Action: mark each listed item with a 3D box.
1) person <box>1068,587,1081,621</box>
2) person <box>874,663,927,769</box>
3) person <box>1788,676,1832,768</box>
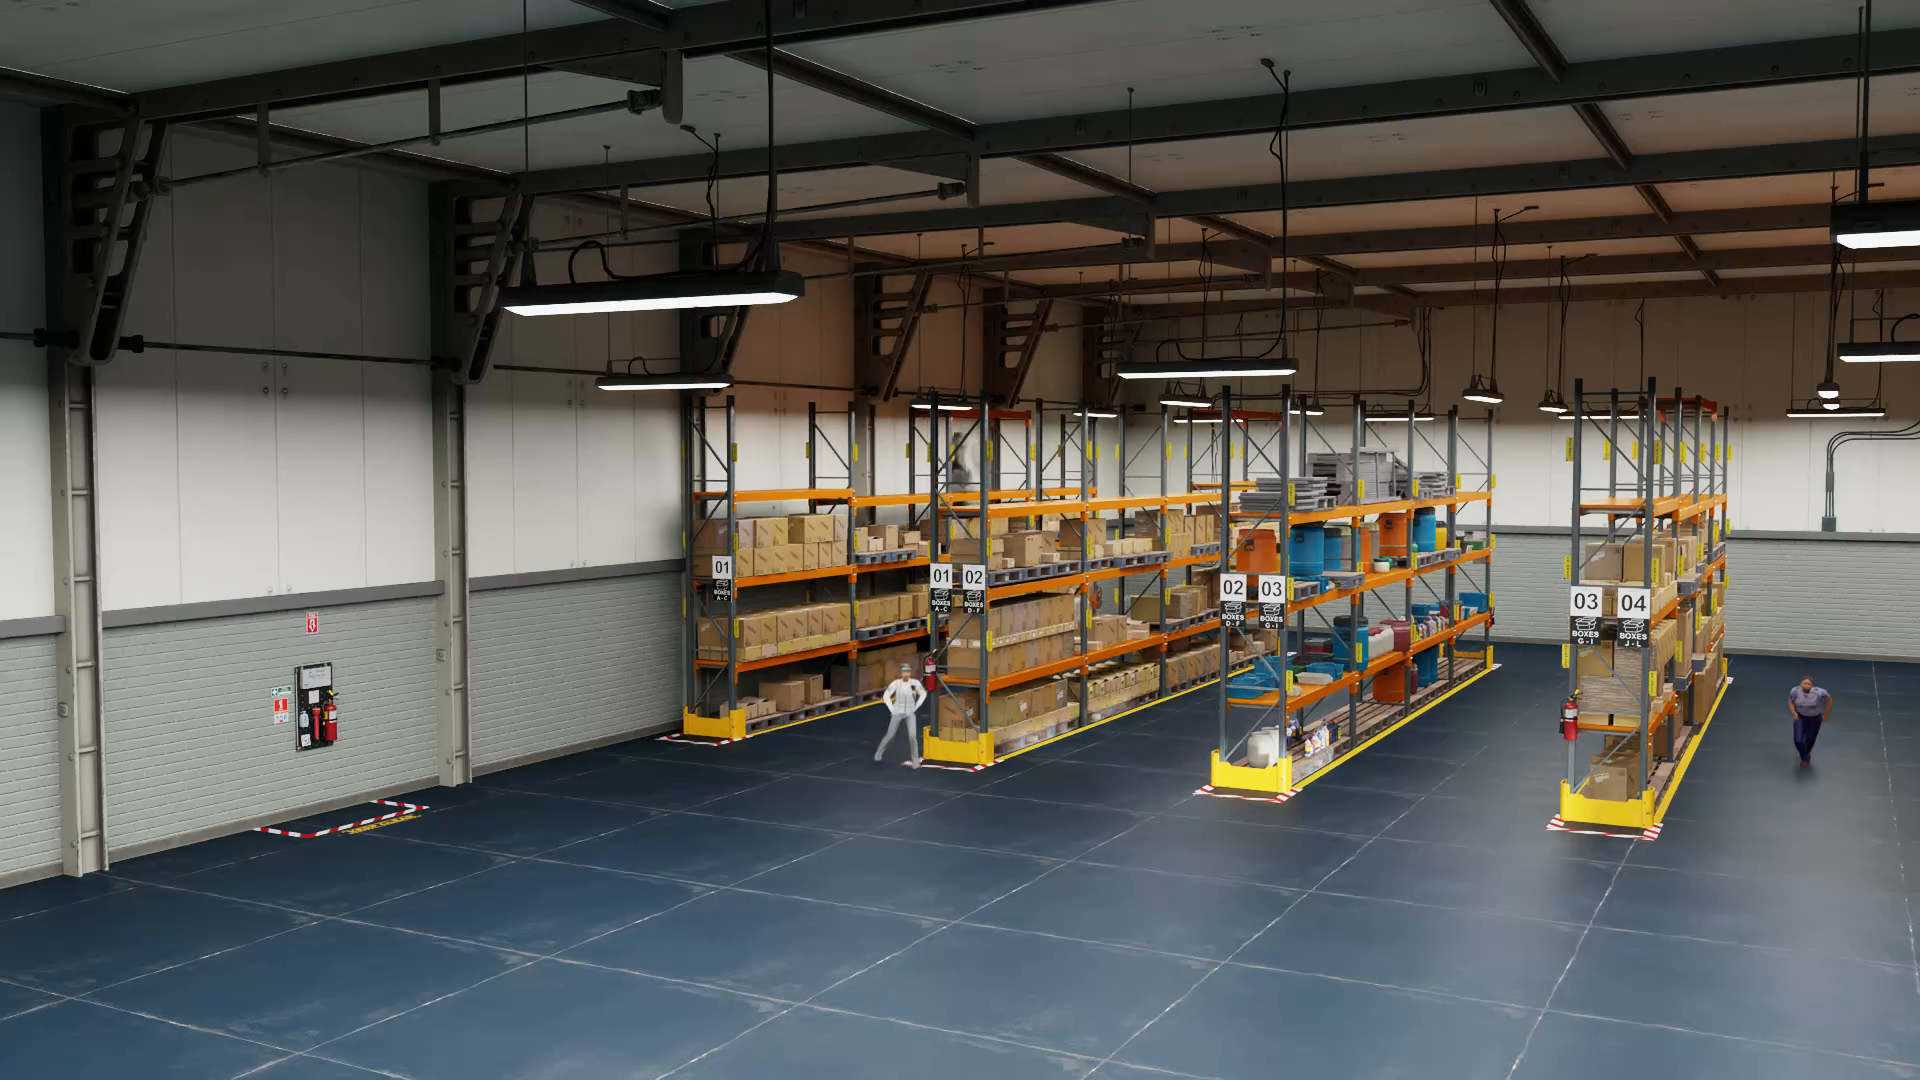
[{"bbox_3d":[2.570,1.891,38.365,0.566,1.627,0.528,1,3,25],"label":"person"},{"bbox_3d":[-0.939,2.792,26.578,0.841,1.688,0.713,0,3,-8],"label":"person"},{"bbox_3d":[13.511,2.878,26.447,0.628,1.508,0.765,2,3,31],"label":"person"}]
